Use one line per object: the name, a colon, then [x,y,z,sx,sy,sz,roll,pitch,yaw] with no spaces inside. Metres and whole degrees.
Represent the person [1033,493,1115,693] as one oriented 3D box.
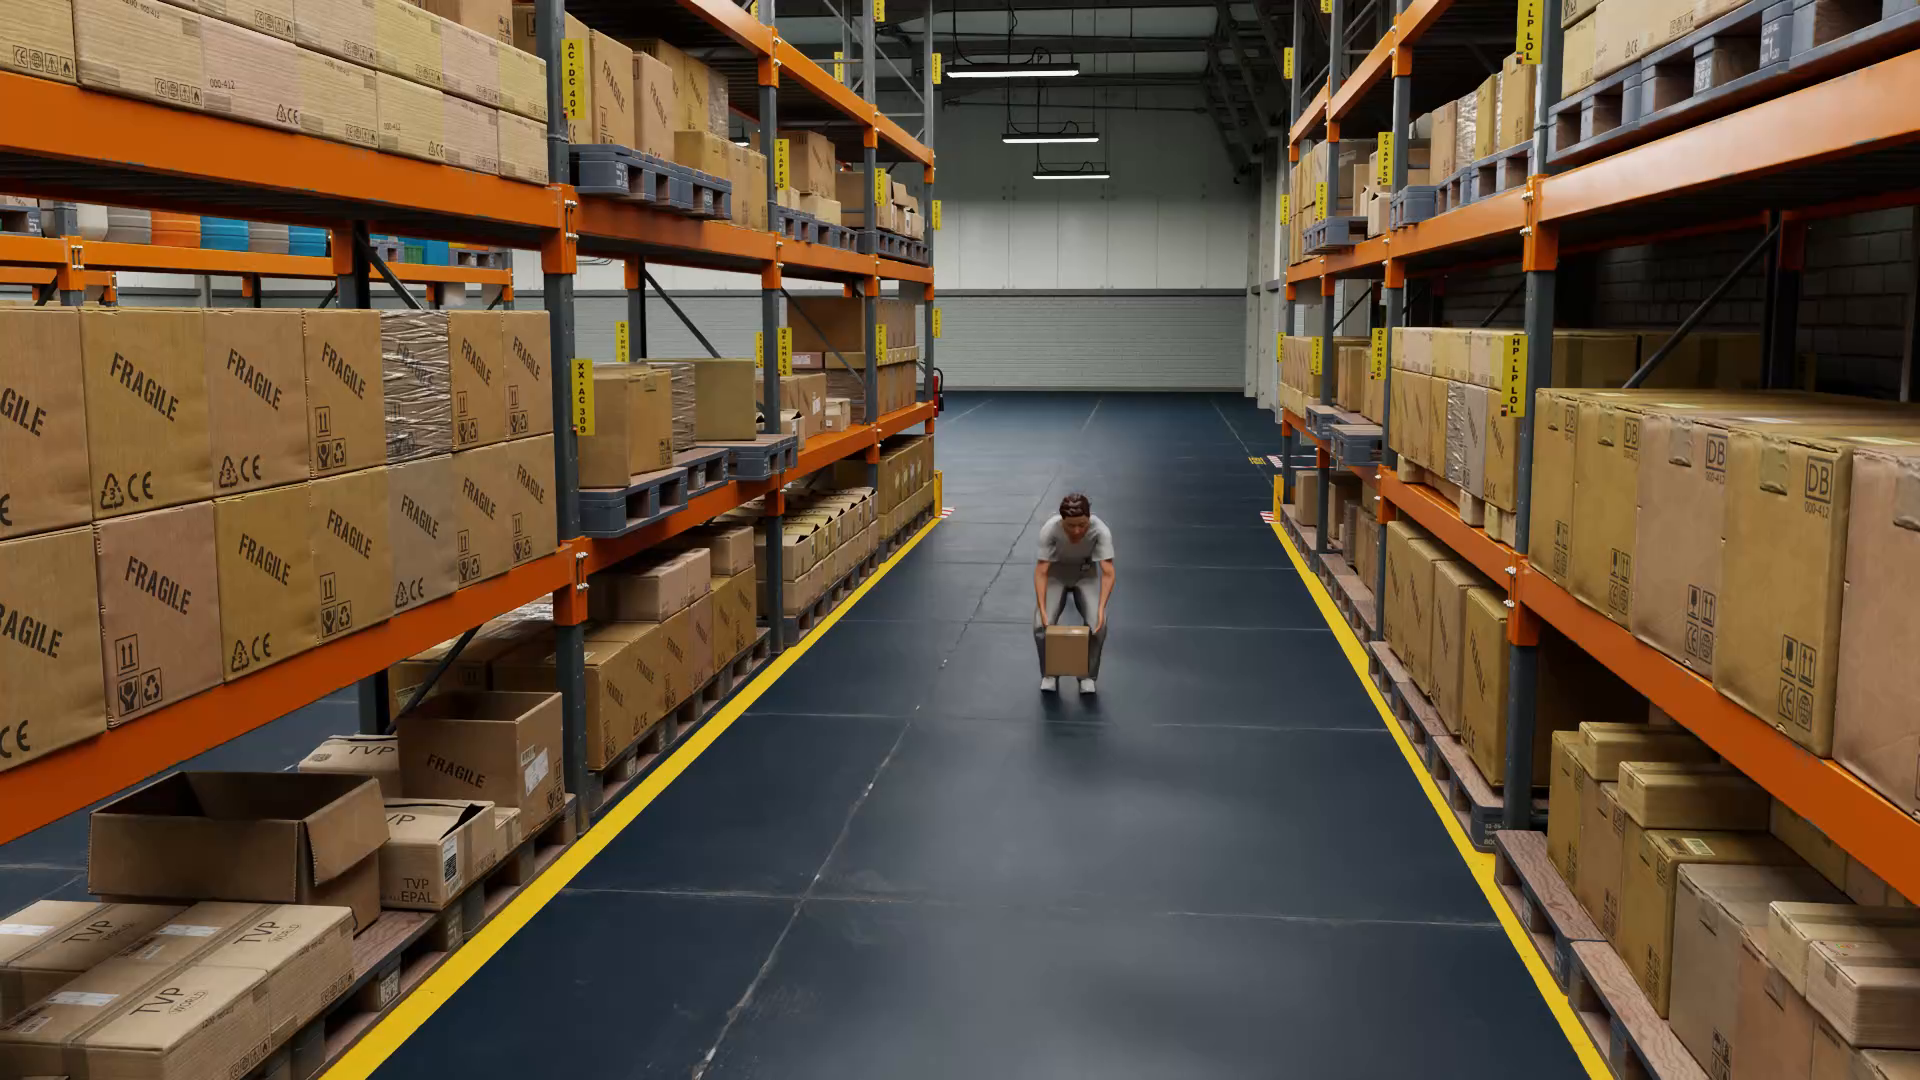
person: [0.700,0.307,10.133,0.494,1.249,0.705,1,8,6]
